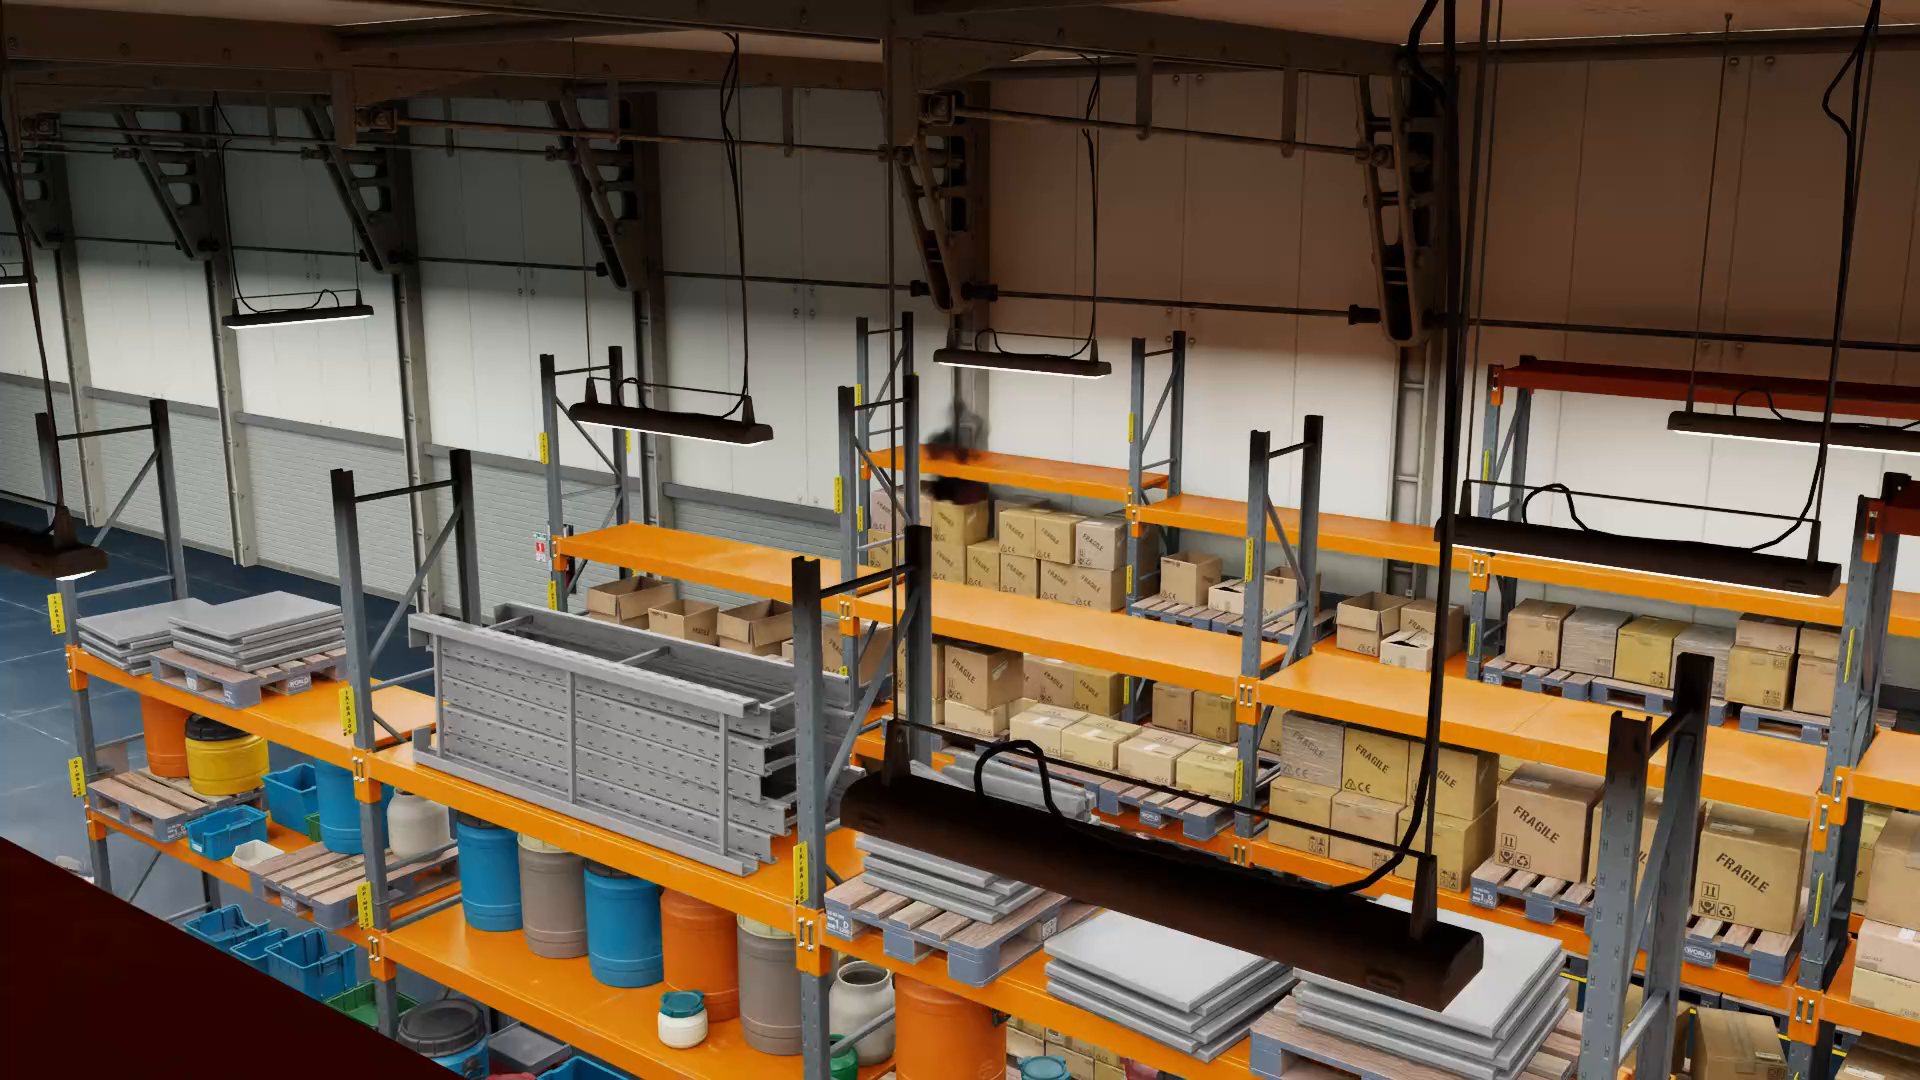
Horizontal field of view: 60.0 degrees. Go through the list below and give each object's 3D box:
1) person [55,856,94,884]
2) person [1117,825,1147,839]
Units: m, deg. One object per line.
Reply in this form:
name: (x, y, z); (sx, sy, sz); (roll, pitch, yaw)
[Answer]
person: (-8.176, 3.733, 15.328); (0.645, 1.794, 0.678); (-8, 15, -30)
person: (1.624, 3.456, 16.322); (0.998, 1.765, 0.668); (9, 16, 35)
